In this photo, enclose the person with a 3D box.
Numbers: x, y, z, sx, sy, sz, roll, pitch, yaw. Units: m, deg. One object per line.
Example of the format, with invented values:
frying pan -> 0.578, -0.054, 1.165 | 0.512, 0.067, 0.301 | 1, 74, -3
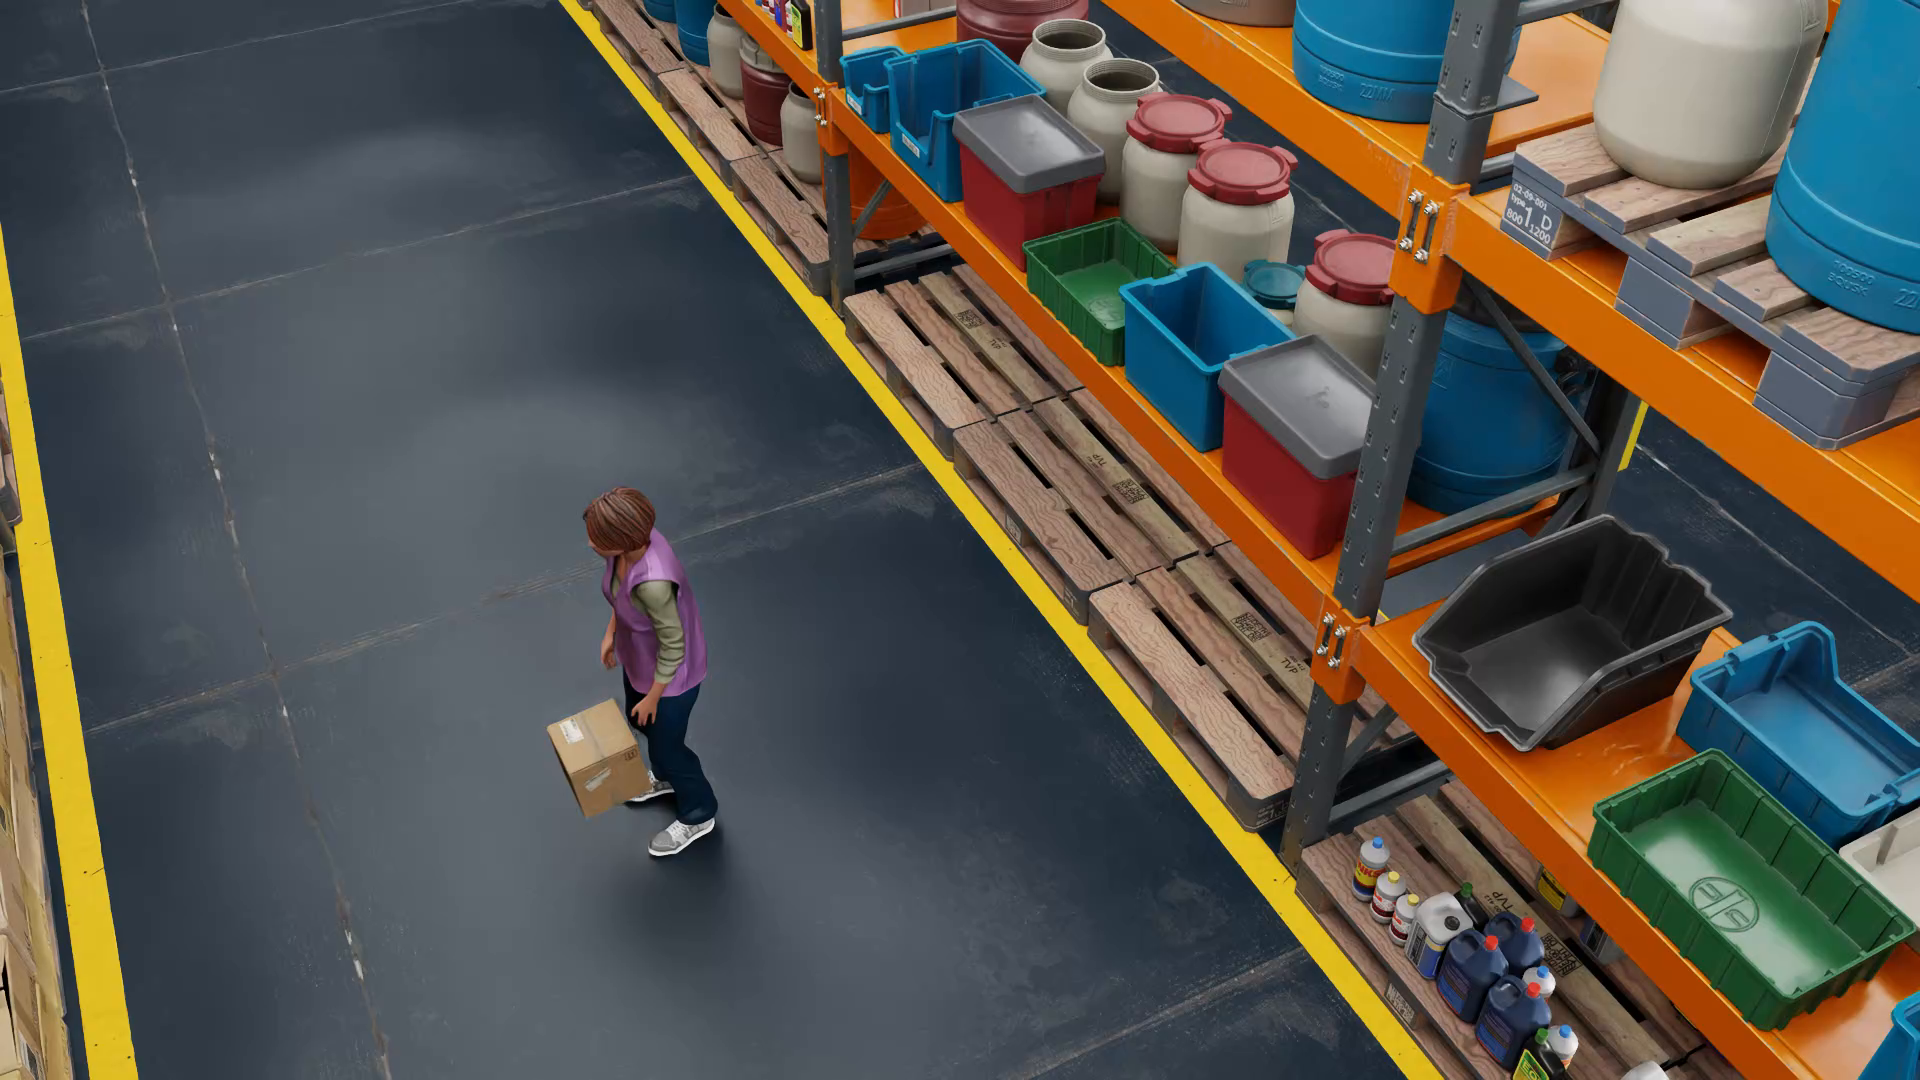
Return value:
person -> -1.043, 0.434, 5.679 | 0.338, 1.598, 0.452 | -20, 46, -21
